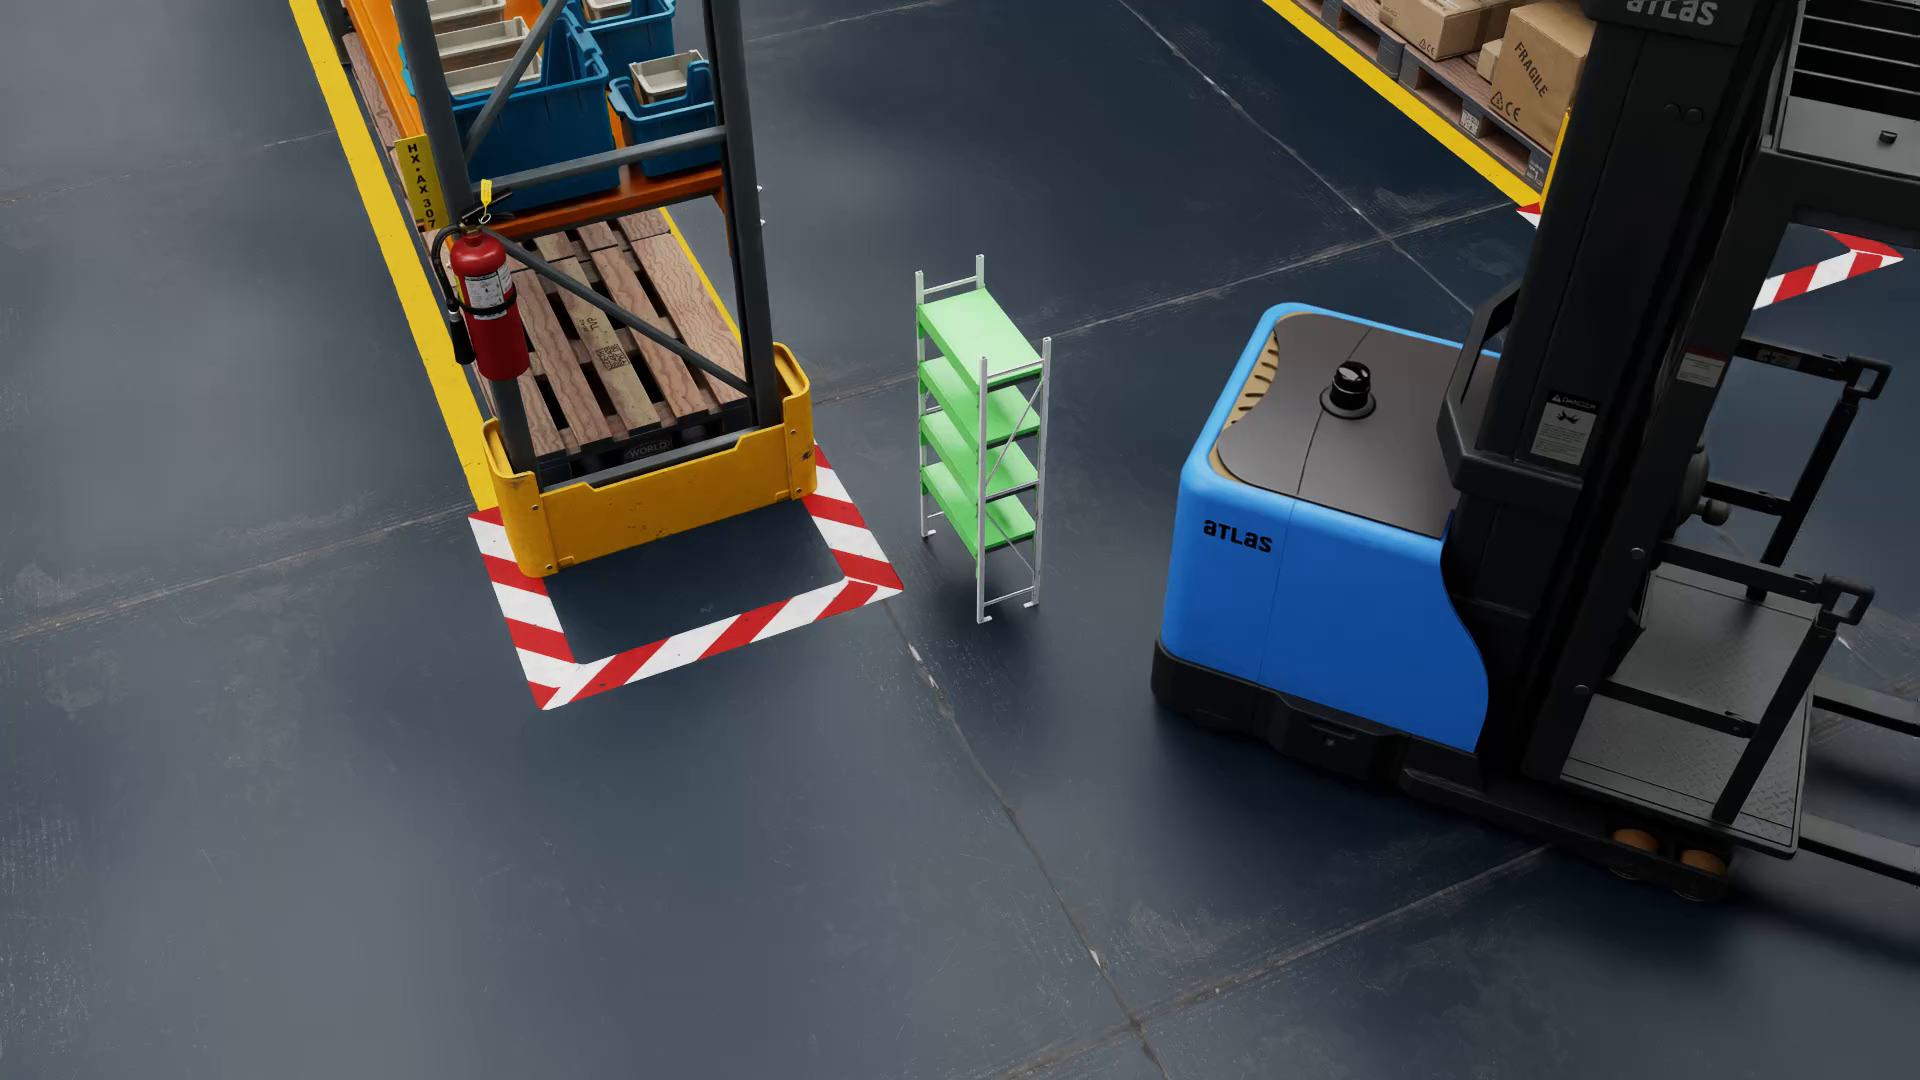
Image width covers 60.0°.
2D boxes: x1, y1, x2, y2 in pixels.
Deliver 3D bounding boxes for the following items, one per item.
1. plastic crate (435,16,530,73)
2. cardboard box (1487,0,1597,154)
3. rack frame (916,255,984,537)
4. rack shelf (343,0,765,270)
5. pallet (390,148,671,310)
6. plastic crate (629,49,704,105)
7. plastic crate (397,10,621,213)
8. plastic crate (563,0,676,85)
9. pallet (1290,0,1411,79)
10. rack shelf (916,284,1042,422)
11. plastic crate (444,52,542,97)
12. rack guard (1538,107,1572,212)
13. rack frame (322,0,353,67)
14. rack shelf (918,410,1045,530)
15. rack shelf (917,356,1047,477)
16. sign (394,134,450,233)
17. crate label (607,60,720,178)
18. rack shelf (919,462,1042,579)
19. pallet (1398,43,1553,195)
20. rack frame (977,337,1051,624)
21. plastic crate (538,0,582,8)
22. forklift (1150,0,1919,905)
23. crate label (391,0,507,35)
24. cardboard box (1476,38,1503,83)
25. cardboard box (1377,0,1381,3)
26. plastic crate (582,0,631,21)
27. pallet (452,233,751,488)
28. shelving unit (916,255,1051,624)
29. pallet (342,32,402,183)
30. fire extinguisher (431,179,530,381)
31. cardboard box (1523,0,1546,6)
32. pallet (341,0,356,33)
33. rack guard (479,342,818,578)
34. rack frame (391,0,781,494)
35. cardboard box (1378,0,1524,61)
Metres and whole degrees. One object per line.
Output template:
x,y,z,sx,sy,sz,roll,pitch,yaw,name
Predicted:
-1.772,-1.788,6.072,0.396,0.136,0.243,-18,47,-17,plastic crate
2.887,-2.206,7.817,0.500,0.500,0.500,-18,47,-17,cardboard box
-0.033,-0.477,5.879,0.240,1.200,0.015,-18,47,-17,rack frame
-1.997,-2.224,6.880,1.077,0.370,4.000,-18,47,-17,rack shelf
-1.977,-1.526,7.646,1.003,0.211,1.213,-18,47,-17,pallet
-1.021,-1.616,5.897,0.250,0.136,0.298,-18,47,-17,plastic crate
-1.467,-1.398,5.463,0.616,0.435,0.499,-18,47,-17,plastic crate
-1.238,-1.841,6.057,0.416,0.233,0.300,-18,47,-17,plastic crate
2.462,-3.006,9.146,1.003,0.211,1.213,-18,47,-17,pallet
0.070,-0.618,5.429,0.258,0.148,0.480,-18,47,-17,rack shelf
-1.664,-1.599,5.880,0.396,0.136,0.243,-18,47,-17,plastic crate
3.307,-1.825,7.743,1.175,0.500,0.348,-18,47,-17,rack guard
-2.838,-3.754,7.919,1.000,3.000,0.127,-18,47,-17,rack frame
0.070,-0.276,5.767,0.258,0.148,0.480,-18,47,-17,rack shelf
0.070,-0.447,5.598,0.258,0.148,0.480,-18,47,-17,rack shelf
-1.649,-1.091,5.104,0.100,0.325,0.005,-18,47,-17,sign
-0.962,-1.422,5.632,0.416,0.233,0.303,-18,47,-17,crate label
0.070,-0.105,5.935,0.258,0.148,0.480,-18,47,-17,rack shelf
2.971,-2.229,8.359,1.003,0.211,1.213,-18,47,-17,pallet
0.172,-0.166,5.564,0.240,1.200,0.015,-18,47,-17,rack frame
-1.515,-2.261,6.482,0.416,0.233,0.300,-18,47,-17,plastic crate
2.209,-0.360,4.528,3.031,2.935,1.130,17,47,17,forklift
-1.912,-1.958,6.244,0.396,0.136,0.243,-18,47,-17,crate label
2.799,-2.372,8.223,0.380,0.166,0.250,-18,47,-17,cardboard box
2.452,-3.287,8.910,0.797,0.503,0.637,-18,47,-17,cardboard box
-1.307,-2.049,6.336,0.250,0.136,0.298,-18,47,-17,plastic crate
-1.468,-0.750,6.860,1.003,0.211,1.213,-18,47,-17,pallet
0.070,-0.322,5.722,0.258,1.200,0.503,-18,47,-17,shelving unit
-2.494,-2.305,8.435,1.003,0.211,1.213,-18,47,-17,pallet
-1.505,-0.815,5.261,0.296,0.674,0.183,-18,47,-17,fire extinguisher
3.158,-2.593,8.386,0.500,0.250,0.500,-18,47,-17,cardboard box
-3.125,-3.266,9.410,1.003,0.211,1.213,-18,47,-17,pallet
-1.135,-0.304,6.202,1.175,0.500,0.348,-18,47,-17,rack guard
-1.157,-1.205,5.336,1.000,3.000,0.127,-18,47,-17,rack frame
2.515,-2.732,8.527,0.500,0.250,0.500,-18,47,-17,cardboard box
